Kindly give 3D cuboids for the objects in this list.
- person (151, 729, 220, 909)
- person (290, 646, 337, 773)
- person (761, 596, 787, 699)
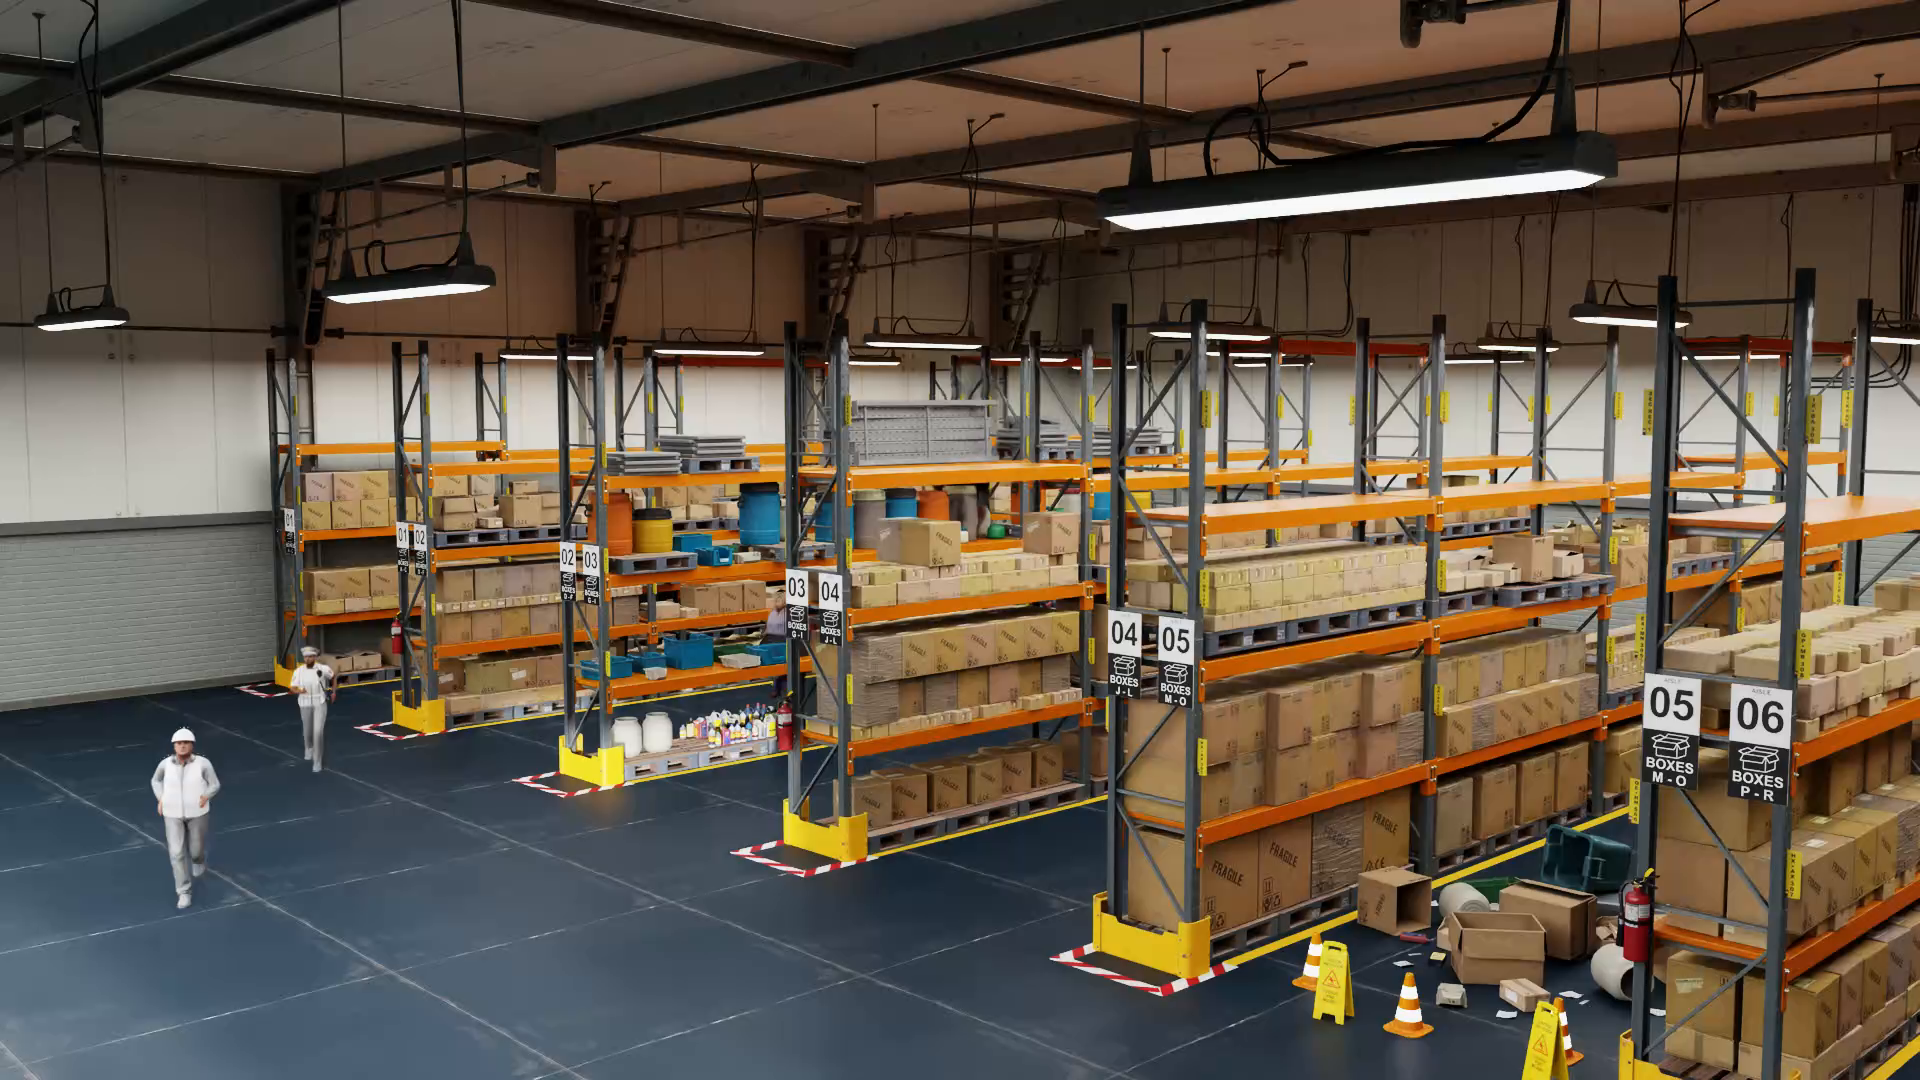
[{"bbox_3d":[-7.970,2.818,17.126,0.662,1.772,0.880,-2,5,-19],"label":"person"},{"bbox_3d":[-8.994,2.320,23.162,0.587,1.740,0.881,-1,5,-13],"label":"person"},{"bbox_3d":[-2.926,1.728,27.127,0.608,1.640,0.687,3,6,29],"label":"person"}]
